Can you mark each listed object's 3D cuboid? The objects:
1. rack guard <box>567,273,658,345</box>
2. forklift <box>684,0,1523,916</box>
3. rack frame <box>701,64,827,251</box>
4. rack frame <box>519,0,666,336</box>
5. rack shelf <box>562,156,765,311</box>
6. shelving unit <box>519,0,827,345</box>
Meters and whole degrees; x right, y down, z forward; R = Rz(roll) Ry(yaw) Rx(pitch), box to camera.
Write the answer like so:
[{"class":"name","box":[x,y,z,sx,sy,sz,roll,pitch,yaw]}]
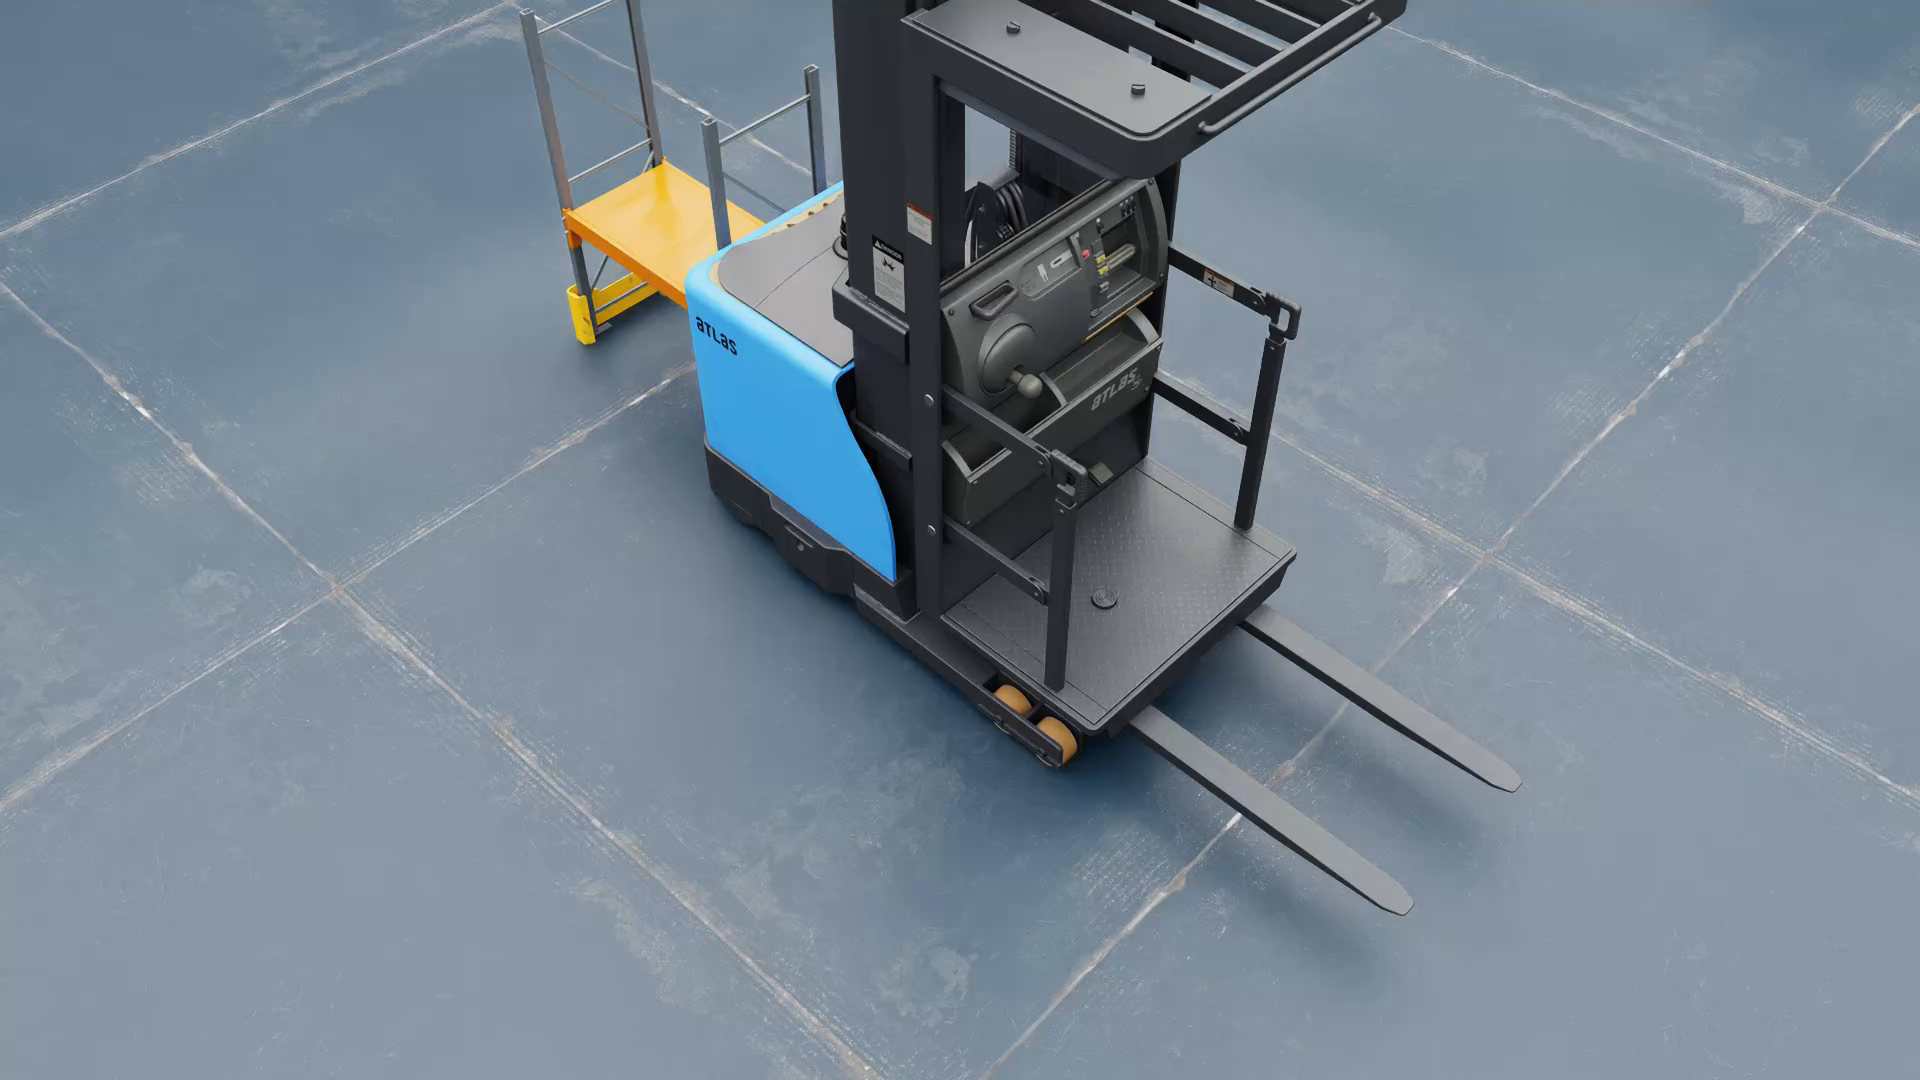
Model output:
[{"class":"rack guard","box":[-1.399,-1.077,7.090,0.087,0.250,0.587,35,56,28]},{"class":"forklift","box":[0.453,-0.684,4.881,3.031,2.935,1.130,35,56,28]},{"class":"rack frame","box":[-0.671,-0.989,6.150,0.032,1.500,0.500,35,56,28]},{"class":"rack frame","box":[-1.400,-1.506,6.635,0.032,1.500,0.500,35,56,28]},{"class":"rack shelf","box":[-1.036,-1.125,6.524,1.000,0.185,0.538,35,56,28]},{"class":"shelving unit","box":[-1.042,-1.252,6.397,1.083,1.500,0.587,35,56,28]}]
